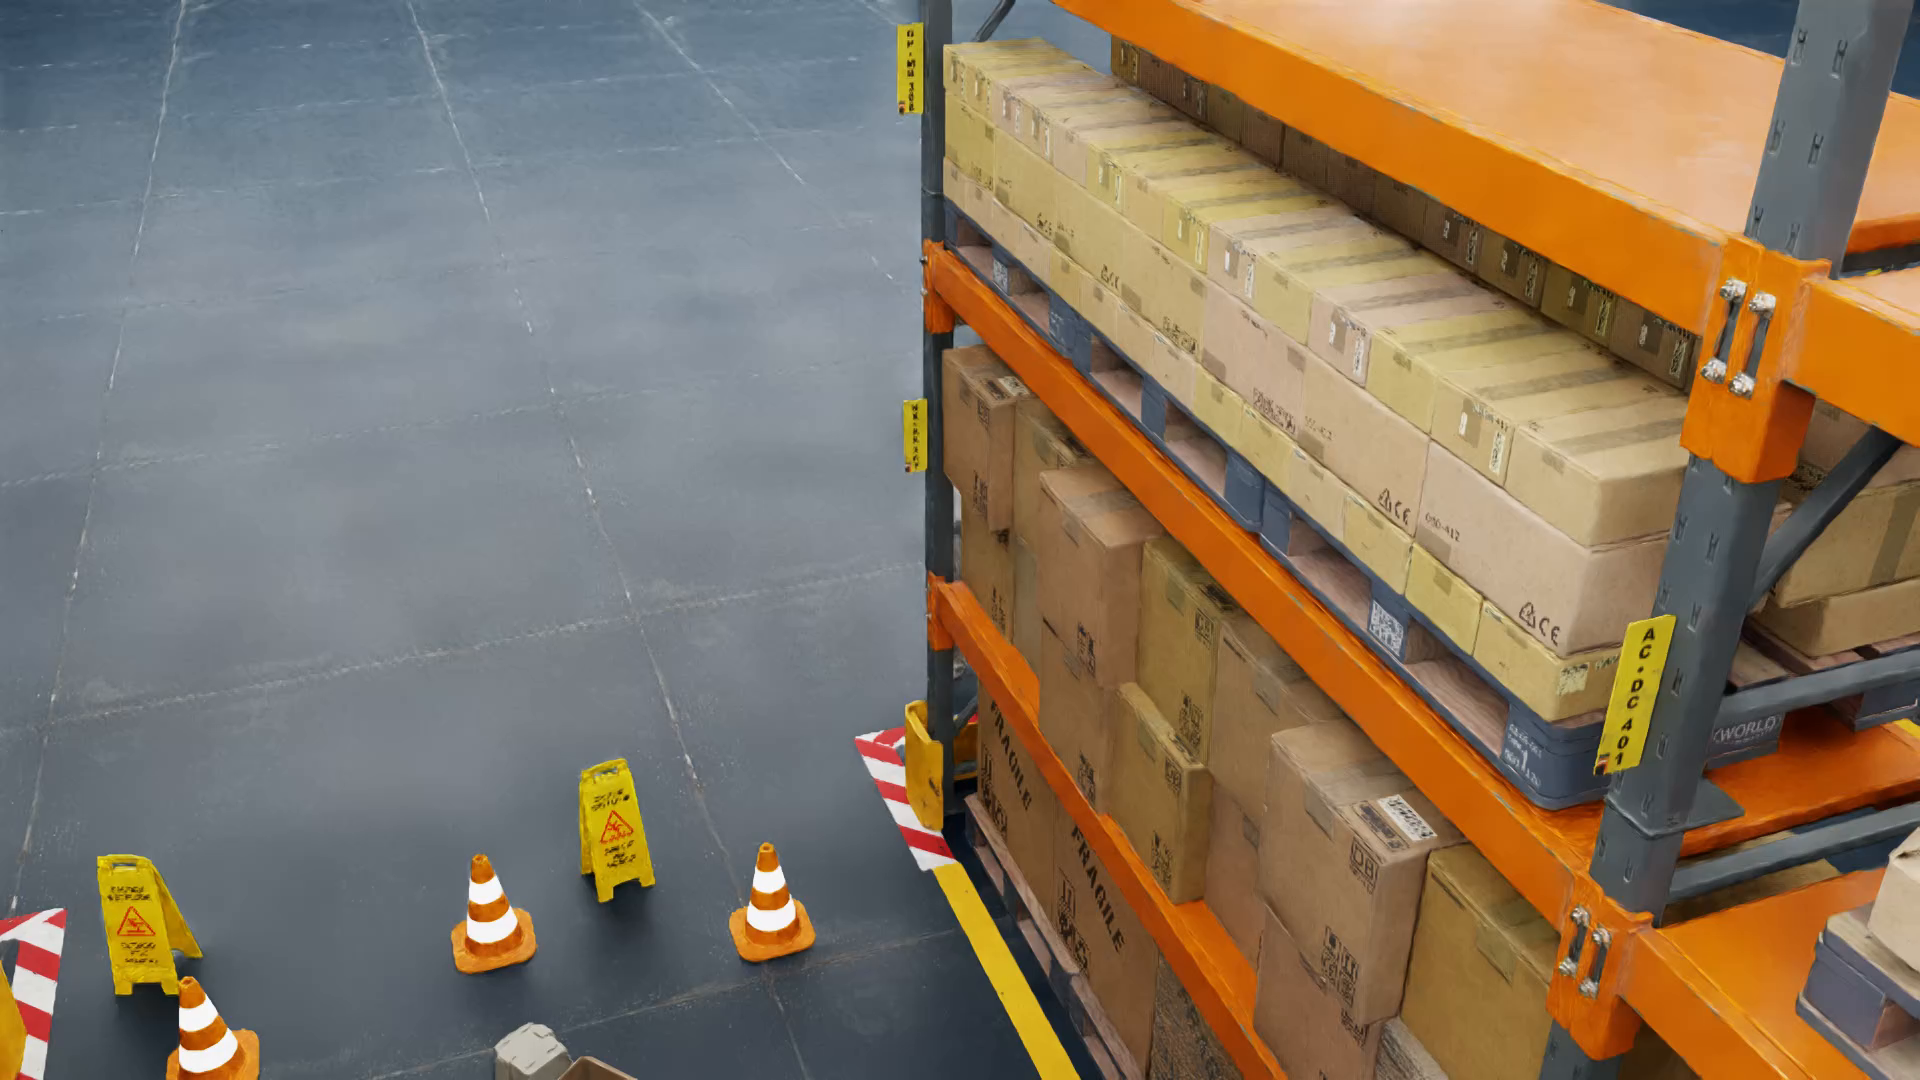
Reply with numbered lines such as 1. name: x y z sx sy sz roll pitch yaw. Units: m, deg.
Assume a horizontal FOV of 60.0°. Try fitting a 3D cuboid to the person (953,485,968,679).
1. person: 0.153 -0.099 8.483 0.580 1.778 0.477 11 31 19
